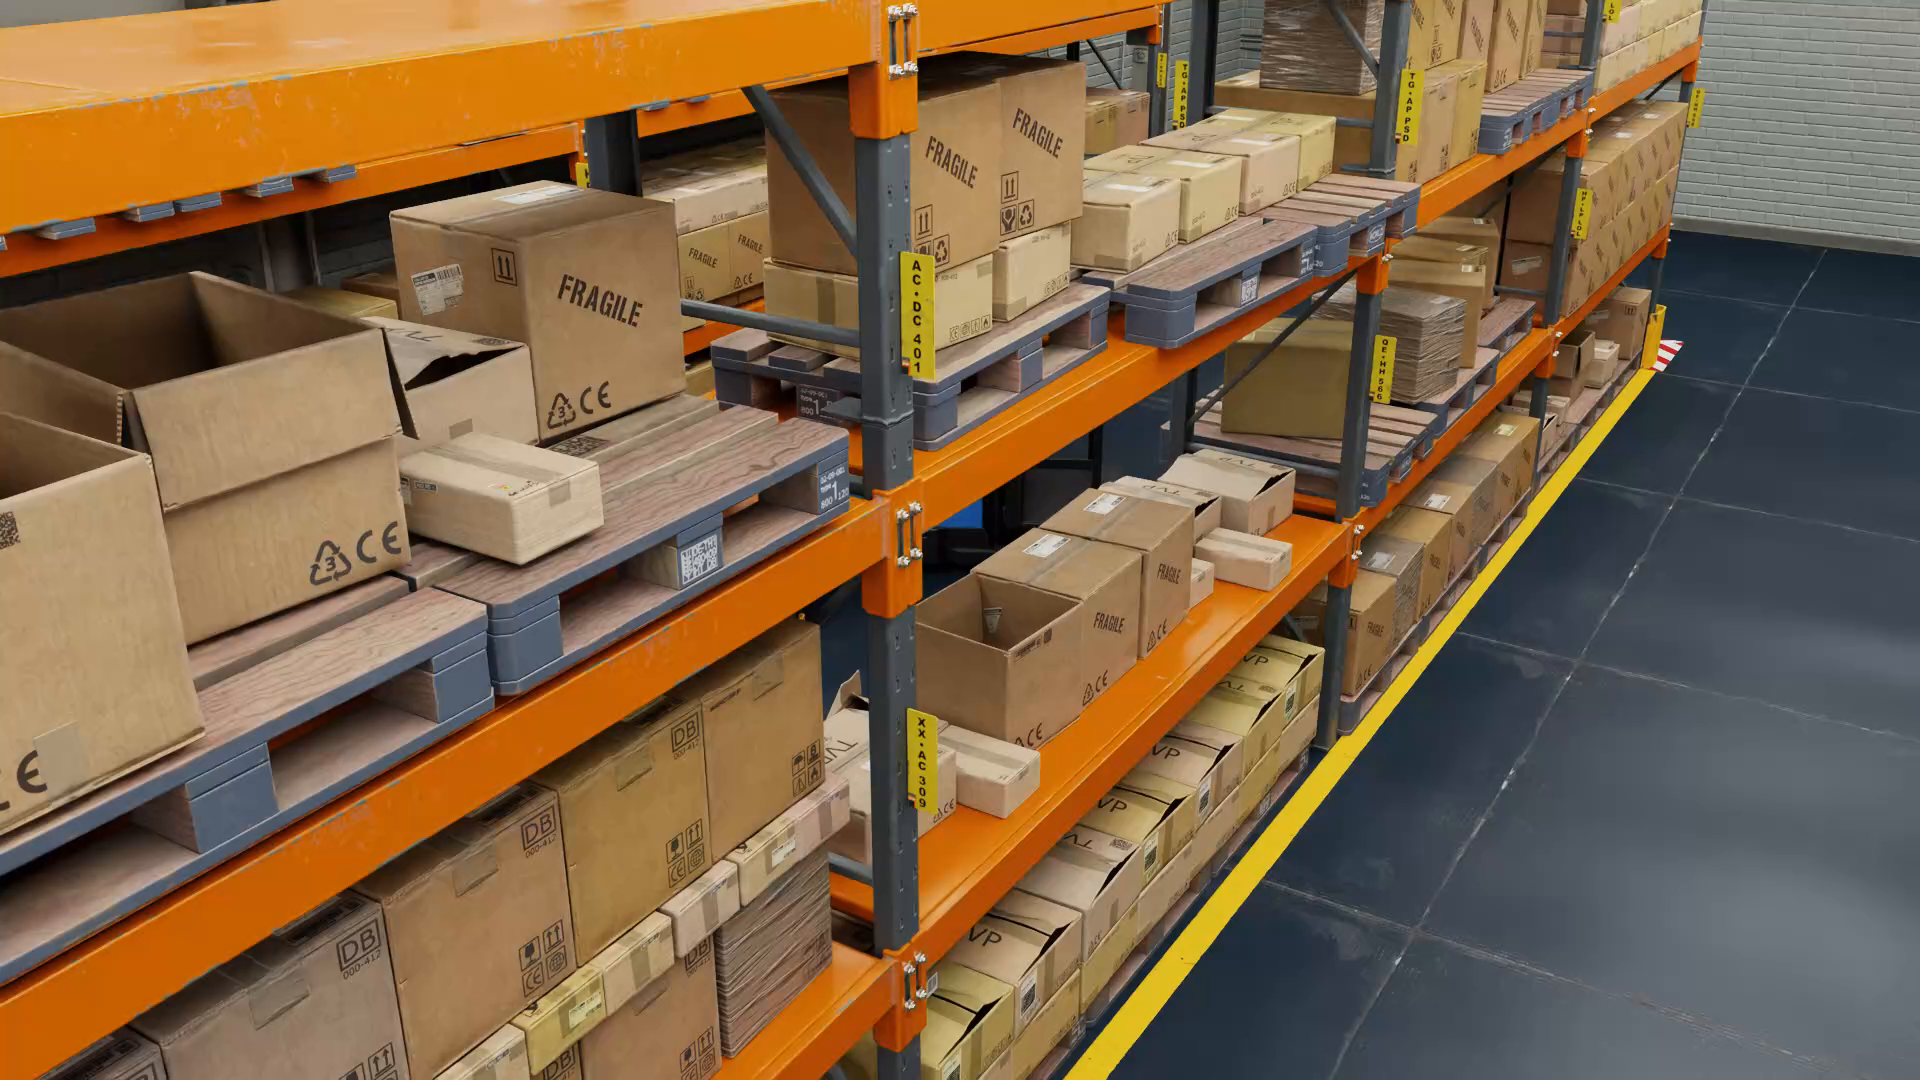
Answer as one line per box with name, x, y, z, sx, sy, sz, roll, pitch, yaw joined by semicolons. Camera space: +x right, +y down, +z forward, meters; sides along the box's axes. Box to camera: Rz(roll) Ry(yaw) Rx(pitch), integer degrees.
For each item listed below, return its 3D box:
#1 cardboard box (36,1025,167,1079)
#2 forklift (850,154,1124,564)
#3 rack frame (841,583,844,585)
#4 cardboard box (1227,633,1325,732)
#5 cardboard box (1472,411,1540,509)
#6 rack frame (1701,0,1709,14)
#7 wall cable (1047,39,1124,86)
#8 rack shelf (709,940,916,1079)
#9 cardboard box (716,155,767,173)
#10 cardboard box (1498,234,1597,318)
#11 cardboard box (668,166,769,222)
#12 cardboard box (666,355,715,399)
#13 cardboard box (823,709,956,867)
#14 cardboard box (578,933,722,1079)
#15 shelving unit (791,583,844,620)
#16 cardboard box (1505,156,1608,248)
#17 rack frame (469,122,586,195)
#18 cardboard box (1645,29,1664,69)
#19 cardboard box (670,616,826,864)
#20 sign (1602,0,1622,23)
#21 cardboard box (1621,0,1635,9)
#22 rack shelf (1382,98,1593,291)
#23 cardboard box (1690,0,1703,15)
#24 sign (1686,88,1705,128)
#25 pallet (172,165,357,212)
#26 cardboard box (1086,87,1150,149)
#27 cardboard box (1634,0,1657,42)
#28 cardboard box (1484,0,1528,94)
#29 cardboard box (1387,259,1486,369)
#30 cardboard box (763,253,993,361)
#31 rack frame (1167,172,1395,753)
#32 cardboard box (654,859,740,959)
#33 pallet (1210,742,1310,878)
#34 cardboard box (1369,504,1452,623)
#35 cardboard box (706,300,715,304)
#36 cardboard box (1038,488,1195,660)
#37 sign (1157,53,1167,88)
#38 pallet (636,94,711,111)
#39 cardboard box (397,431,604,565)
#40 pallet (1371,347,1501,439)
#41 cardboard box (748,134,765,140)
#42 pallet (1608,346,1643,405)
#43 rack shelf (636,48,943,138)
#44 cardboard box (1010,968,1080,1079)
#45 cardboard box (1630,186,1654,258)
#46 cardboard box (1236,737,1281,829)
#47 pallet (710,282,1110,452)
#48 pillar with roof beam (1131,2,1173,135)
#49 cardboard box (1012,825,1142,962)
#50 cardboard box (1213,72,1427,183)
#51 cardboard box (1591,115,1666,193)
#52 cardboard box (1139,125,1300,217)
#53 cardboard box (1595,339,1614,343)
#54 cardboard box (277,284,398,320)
cardboard box;-1.867;1.146;3.067;0.700;0.500;0.500;14;27;29
forklift;0.623;-1.332;10.637;3.031;2.935;1.130;1;23;3
rack frame;-0.966;-0.427;10.349;0.500;1.500;0.032;5;24;12
cardboard box;1.462;0.649;8.201;0.500;0.311;0.500;15;27;30
cardboard box;3.623;-0.569;11.381;0.500;0.500;0.500;14;27;29
rack frame;5.749;-5.844;13.422;1.000;3.000;0.127;14;27;29
wall cable;1.411;-5.224;18.263;0.084;1.984;1.851;14;27;29
rack shelf;-1.635;1.965;3.842;1.077;0.370;4.000;14;27;29
cardboard box;-1.415;-2.587;11.981;0.500;0.250;0.500;13;27;28
cardboard box;4.140;-1.902;11.741;0.500;0.500;0.500;15;27;30
cardboard box;-1.679;-2.414;11.580;0.500;0.250;0.500;14;27;29
cardboard box;-2.182;-0.854;11.625;0.750;0.750;0.750;13;27;28
cardboard box;-0.358;0.853;5.693;0.500;0.250;0.500;16;28;32
cardboard box;-1.082;1.244;4.475;0.700;0.500;0.500;14;27;28
shelving unit;-1.078;-0.234;9.903;0.587;1.500;1.083;5;24;12
cardboard box;4.127;-2.346;11.508;0.500;0.500;0.500;15;27;30
rack frame;-2.681;-1.428;10.772;1.000;3.000;0.127;14;27;29
cardboard box;4.899;-3.667;12.357;0.500;0.250;0.500;14;27;29
cardboard box;-0.809;0.469;4.632;0.700;0.500;0.500;14;27;29
sign;4.113;-3.420;10.453;0.100;0.325;0.005;14;27;29
cardboard box;4.248;-3.933;11.400;0.700;0.500;0.500;14;27;29
rack shelf;2.584;-2.112;9.483;1.077;0.370;4.000;14;27;29
cardboard box;5.695;-4.401;13.424;0.500;0.250;0.500;14;27;29
sign;6.210;-3.644;14.037;0.100;0.325;0.005;14;27;29
pallet;-3.830;-1.905;8.334;1.213;0.211;1.003;14;27;29
cardboard box;1.278;-4.091;16.547;0.980;0.700;0.700;15;28;31
cardboard box;4.643;-3.725;11.864;0.500;0.250;0.500;14;27;29
cardboard box;2.978;-3.017;9.887;0.600;0.600;0.600;14;27;28
cardboard box;2.760;-1.370;9.985;0.700;0.500;0.500;7;24;16
cardboard box;-0.247;-0.747;5.084;0.500;0.250;0.500;17;29;34
rack frame;1.529;-0.391;8.377;1.000;3.000;0.127;14;27;29
cardboard box;-0.810;0.924;4.397;0.380;0.149;0.250;13;27;27
pallet;1.062;1.159;8.308;1.003;0.211;1.213;14;27;29
cardboard box;2.553;0.115;9.802;0.500;0.500;0.500;13;27;28
cardboard box;-1.930;-1.650;11.576;0.380;0.149;0.250;14;27;28
cardboard box;0.658;0.133;7.041;0.500;0.500;0.500;12;26;26
sign;1.993;-4.649;16.458;0.100;0.325;0.005;14;27;29
pallet;-2.386;-2.946;10.741;1.213;0.211;1.003;15;28;31
cardboard box;-0.985;-0.094;3.528;0.380;0.149;0.250;14;27;29
pallet;2.551;-0.960;9.933;1.003;0.211;1.213;14;27;29
cardboard box;-1.305;-3.035;13.015;0.500;0.250;0.500;14;27;30
pallet;5.290;-1.516;14.487;1.003;0.211;1.213;14;27;29
rack shelf;-1.626;-3.149;11.878;1.077;0.370;4.000;14;27;29
cardboard box;0.114;1.772;6.313;0.500;0.250;0.500;15;27;30
cardboard box;5.206;-2.585;13.321;0.500;0.500;0.500;14;27;29
cardboard box;1.190;1.082;7.908;0.500;0.250;0.500;14;27;28
pallet;-0.126;-0.630;5.394;0.805;0.209;1.217;13;26;27
pillar with roof beam;5.886;-7.071;16.257;9.100;9.000;0.400;14;27;29
cardboard box;0.390;1.341;6.603;0.500;0.311;0.500;13;27;27
cardboard box;1.731;-1.967;8.117;0.910;0.500;0.500;14;27;29
cardboard box;5.213;-3.041;13.114;0.500;0.500;0.500;15;27;30
cardboard box;1.077;-1.545;6.929;0.500;0.250;0.500;15;27;30
cardboard box;5.382;-1.639;14.274;0.380;0.166;0.250;14;27;29
cardboard box;-3.559;-1.089;9.311;0.700;0.500;0.500;14;27;29
